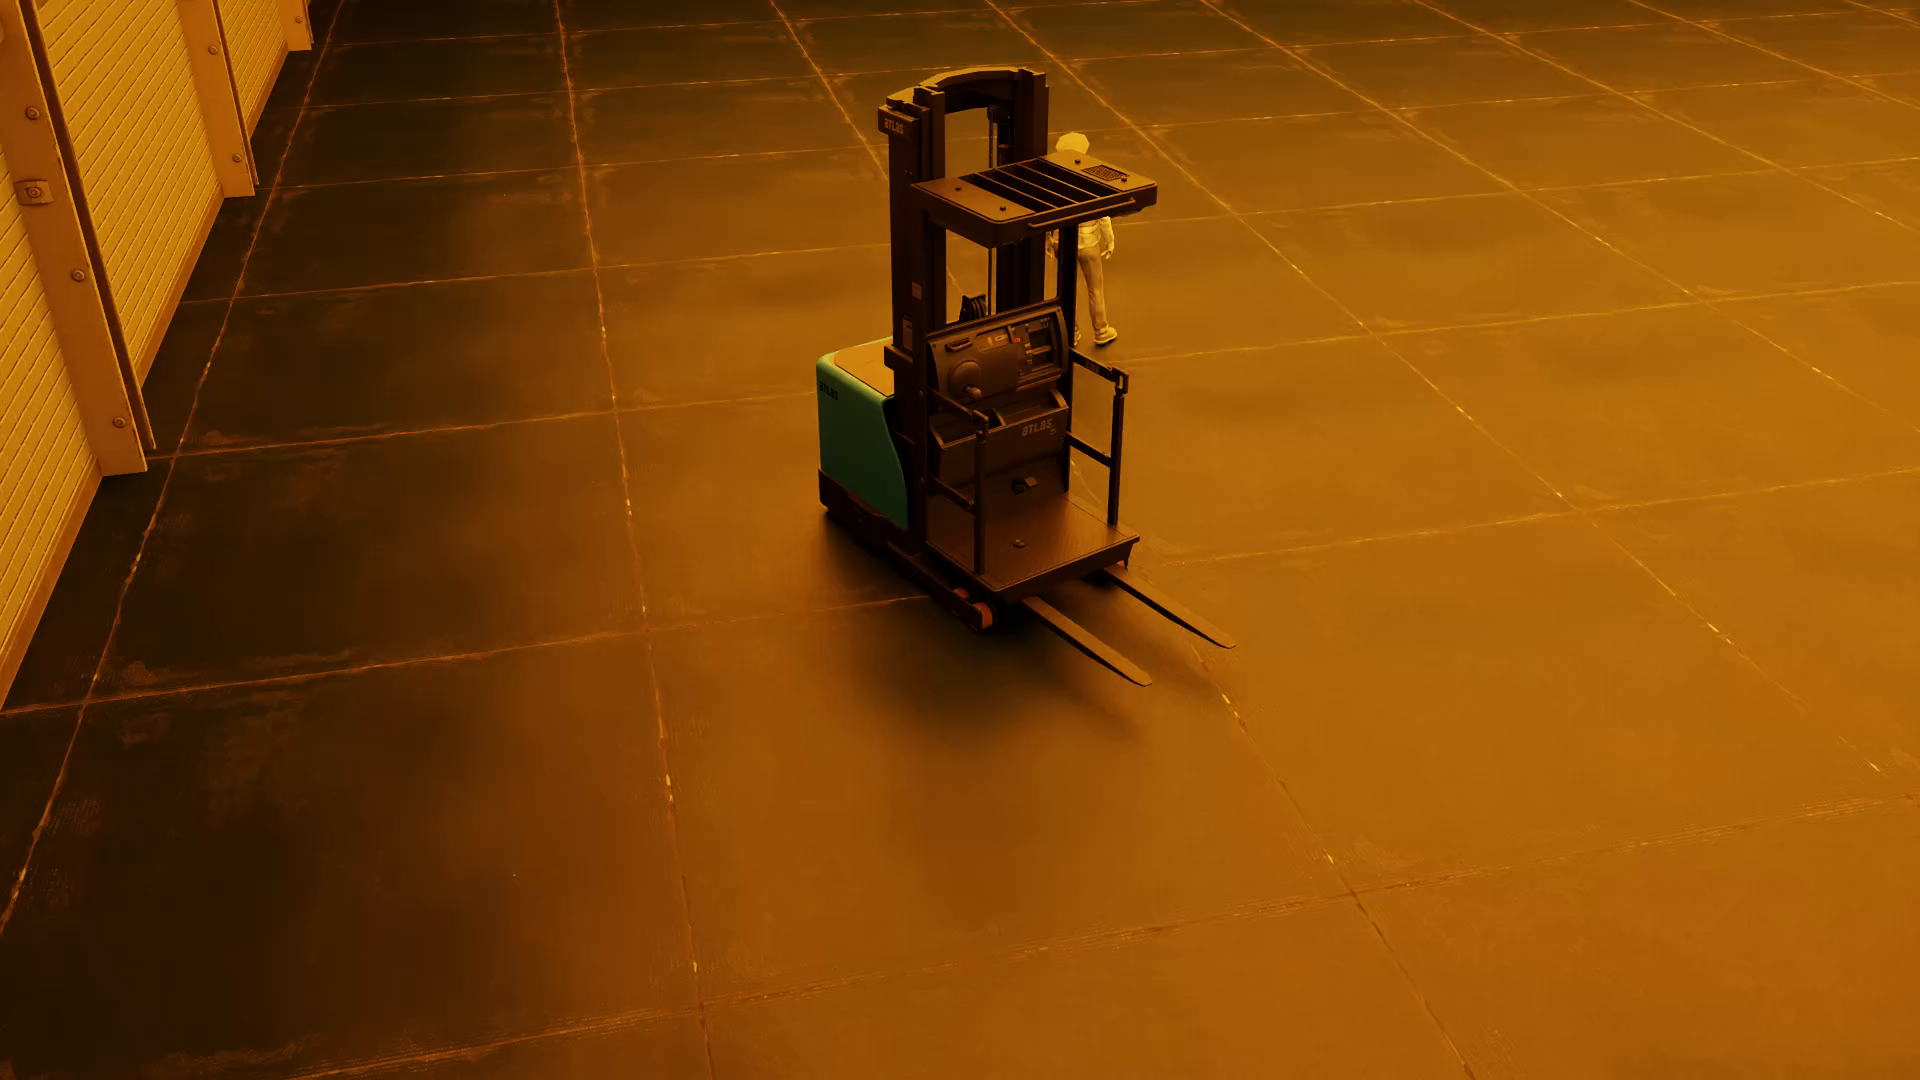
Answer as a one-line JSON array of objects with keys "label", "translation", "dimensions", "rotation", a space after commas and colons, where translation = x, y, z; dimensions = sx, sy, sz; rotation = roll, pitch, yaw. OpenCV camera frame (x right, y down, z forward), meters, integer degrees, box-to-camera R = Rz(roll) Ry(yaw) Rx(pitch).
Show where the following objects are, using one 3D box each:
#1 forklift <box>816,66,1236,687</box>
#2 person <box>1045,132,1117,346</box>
[{"label": "forklift", "translation": [0.355, -1.021, 9.338], "dimensions": [1.130, 2.935, 3.031], "rotation": [-20, 35, -30]}, {"label": "person", "translation": [0.912, -2.304, 12.775], "dimensions": [0.588, 1.695, 0.530], "rotation": [9, 31, 15]}]
